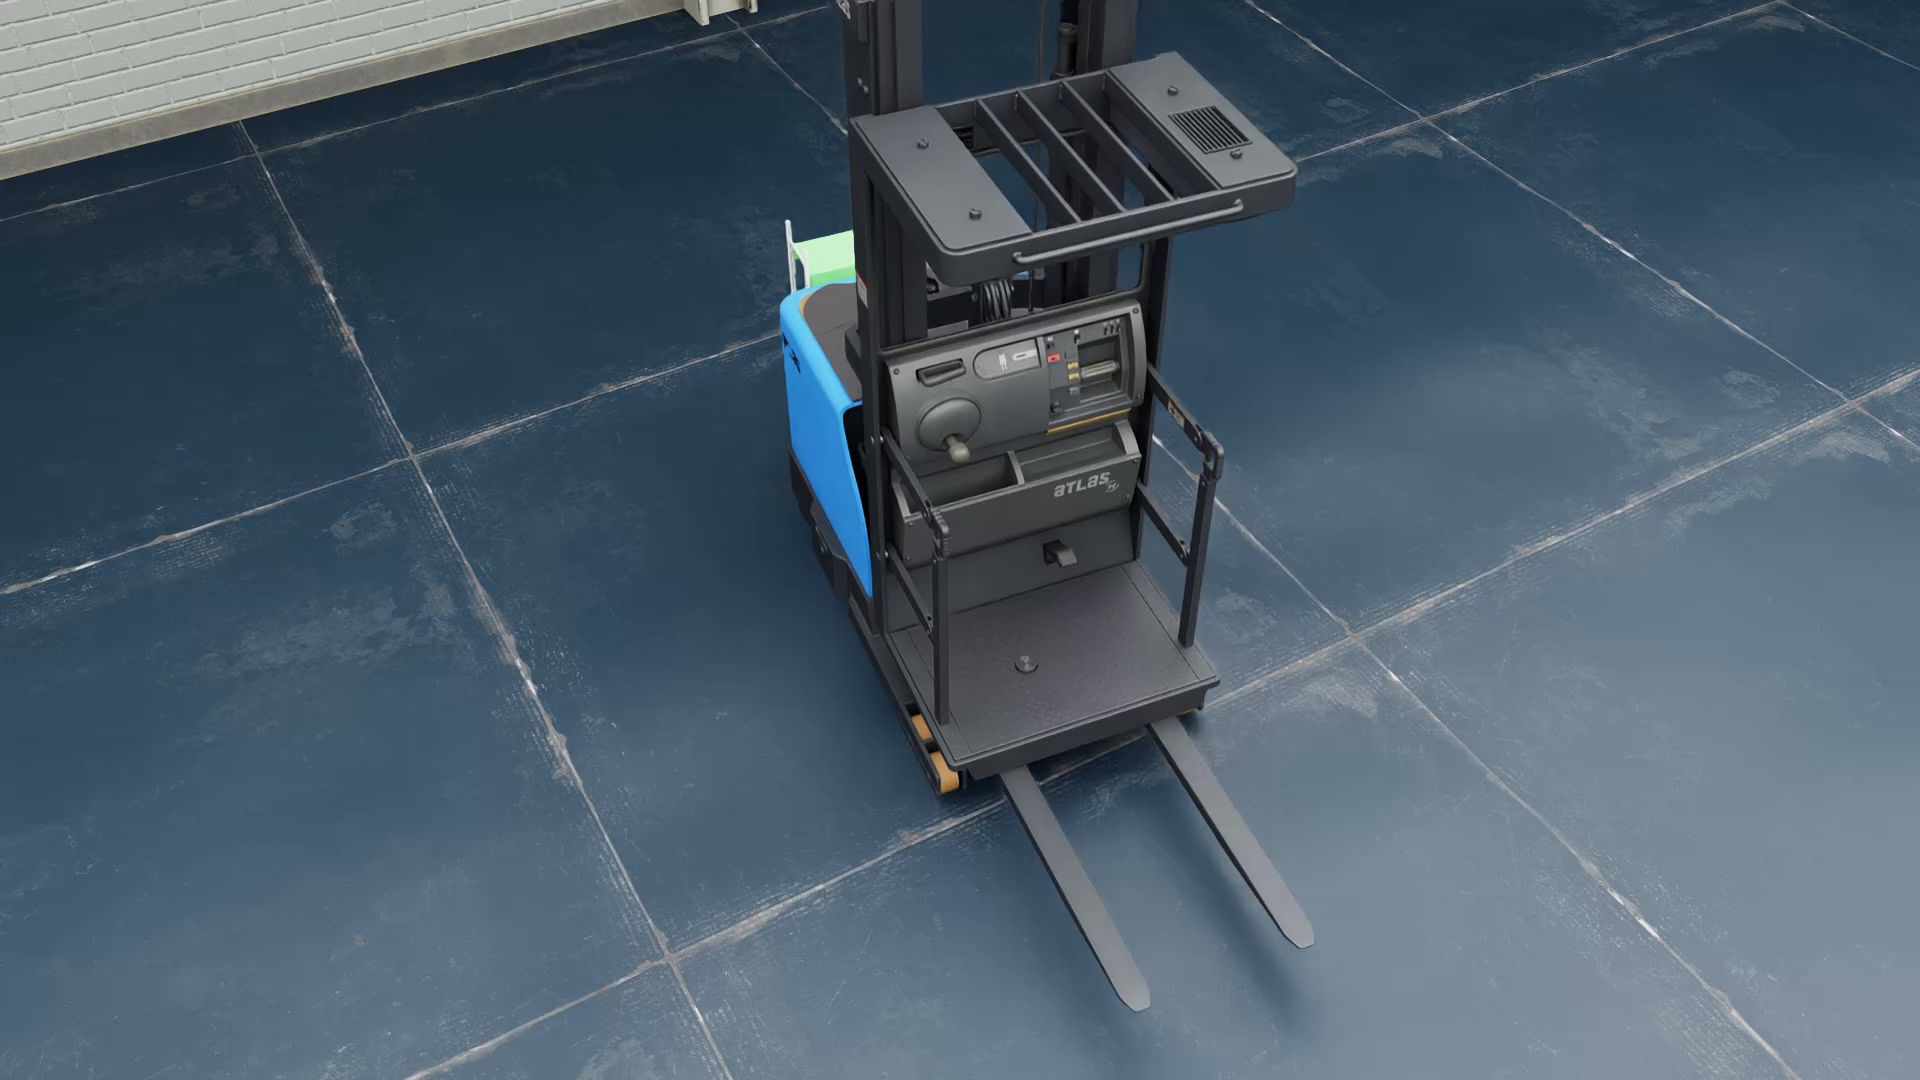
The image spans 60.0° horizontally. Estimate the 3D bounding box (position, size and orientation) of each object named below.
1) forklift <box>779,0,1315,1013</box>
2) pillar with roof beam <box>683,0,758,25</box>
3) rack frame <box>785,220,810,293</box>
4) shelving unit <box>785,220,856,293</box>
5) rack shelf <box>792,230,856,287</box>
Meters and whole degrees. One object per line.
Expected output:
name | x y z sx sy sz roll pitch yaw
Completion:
forklift | 0.290 -0.447 5.536 1.130 2.935 3.031 -16 46 -16
pillar with roof beam | 0.601 -4.051 4.892 0.400 9.000 9.100 -22 48 -21
rack frame | -0.661 -0.801 7.143 0.015 1.200 0.240 -16 46 -16
shelving unit | -0.437 -0.867 7.211 0.503 1.200 0.258 -16 46 -16
rack shelf | -0.437 -1.166 6.921 0.480 0.148 0.258 -16 46 -16
